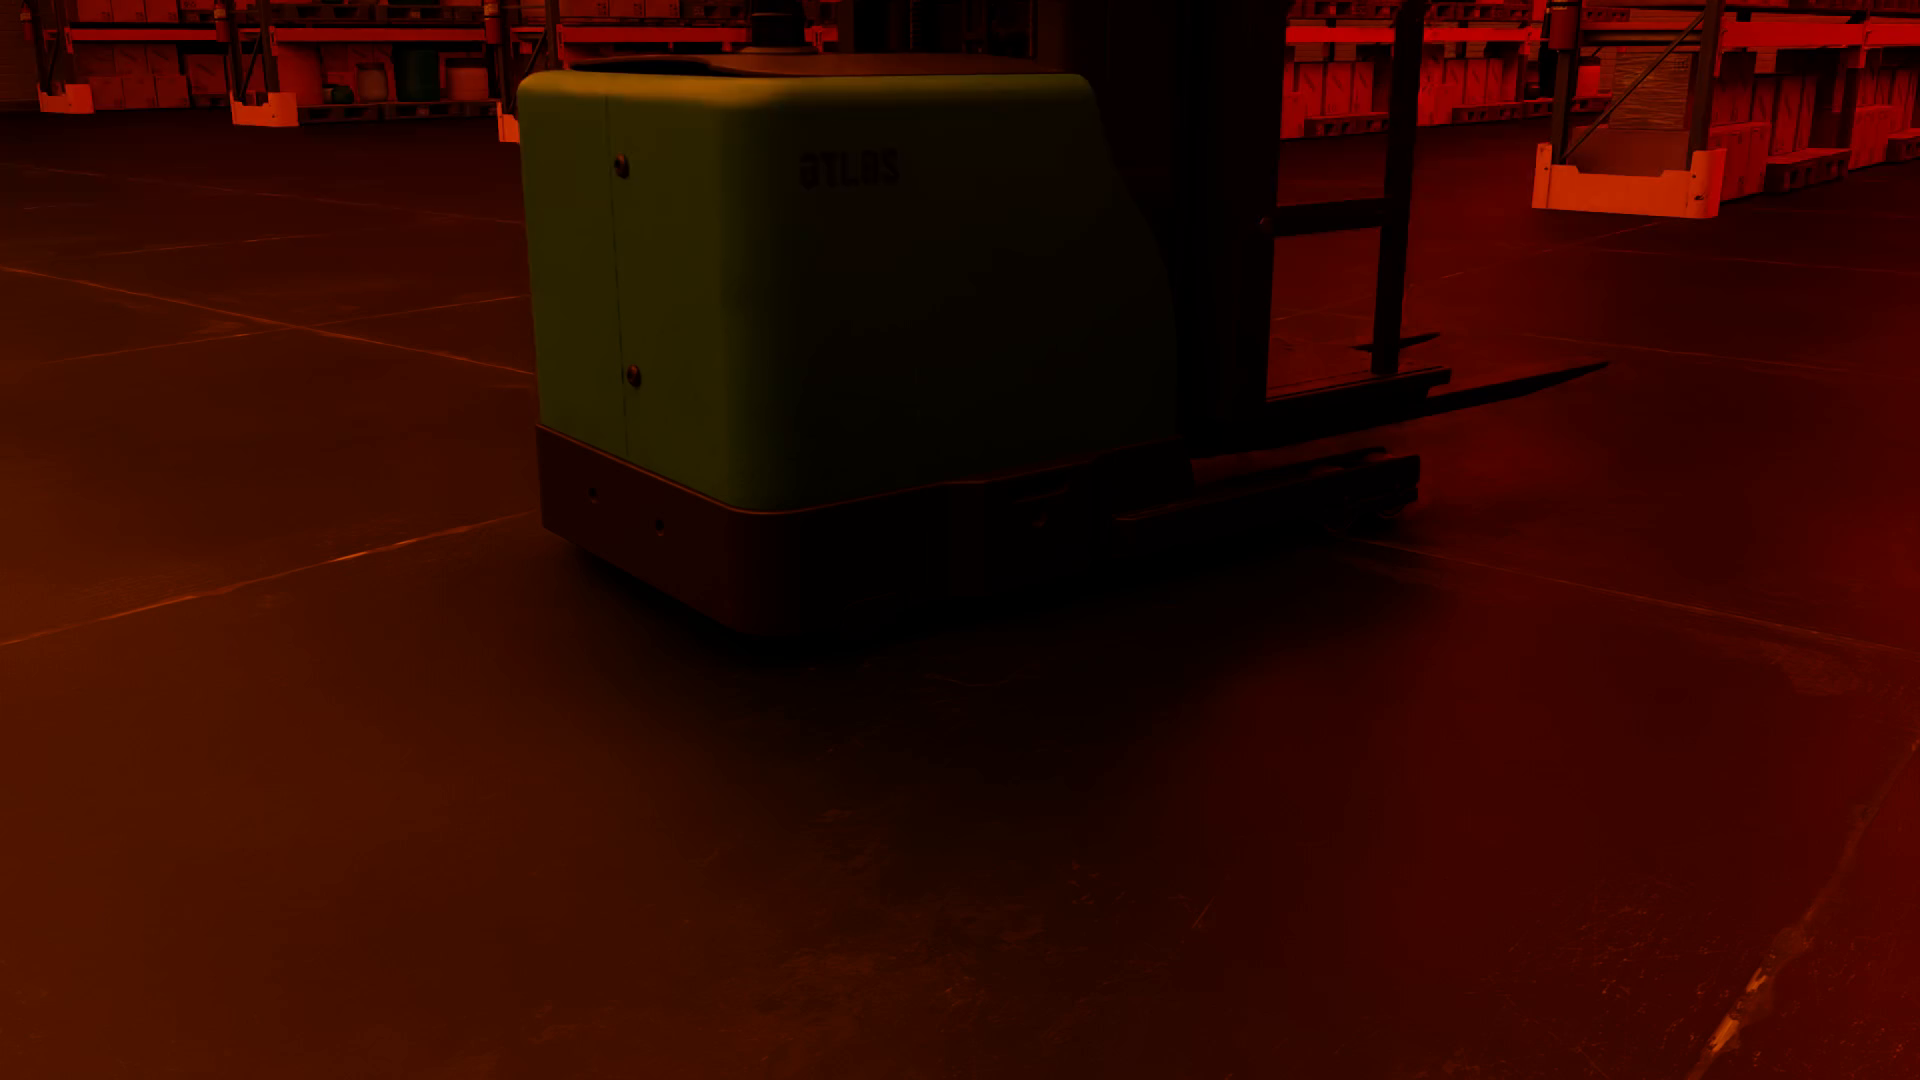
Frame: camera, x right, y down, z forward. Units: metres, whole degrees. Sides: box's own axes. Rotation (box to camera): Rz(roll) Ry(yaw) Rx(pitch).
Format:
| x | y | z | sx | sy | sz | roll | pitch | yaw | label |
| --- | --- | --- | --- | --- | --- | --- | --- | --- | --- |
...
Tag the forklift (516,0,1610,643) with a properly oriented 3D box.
| x | y | z | sx | sy | sz | roll | pitch | yaw | label |
| --- | --- | --- | --- | --- | --- | --- | --- | --- | --- |
| 0.517 | -1.528 | 3.930 | 3.031 | 2.935 | 1.130 | -12 | 21 | -35 | forklift |
